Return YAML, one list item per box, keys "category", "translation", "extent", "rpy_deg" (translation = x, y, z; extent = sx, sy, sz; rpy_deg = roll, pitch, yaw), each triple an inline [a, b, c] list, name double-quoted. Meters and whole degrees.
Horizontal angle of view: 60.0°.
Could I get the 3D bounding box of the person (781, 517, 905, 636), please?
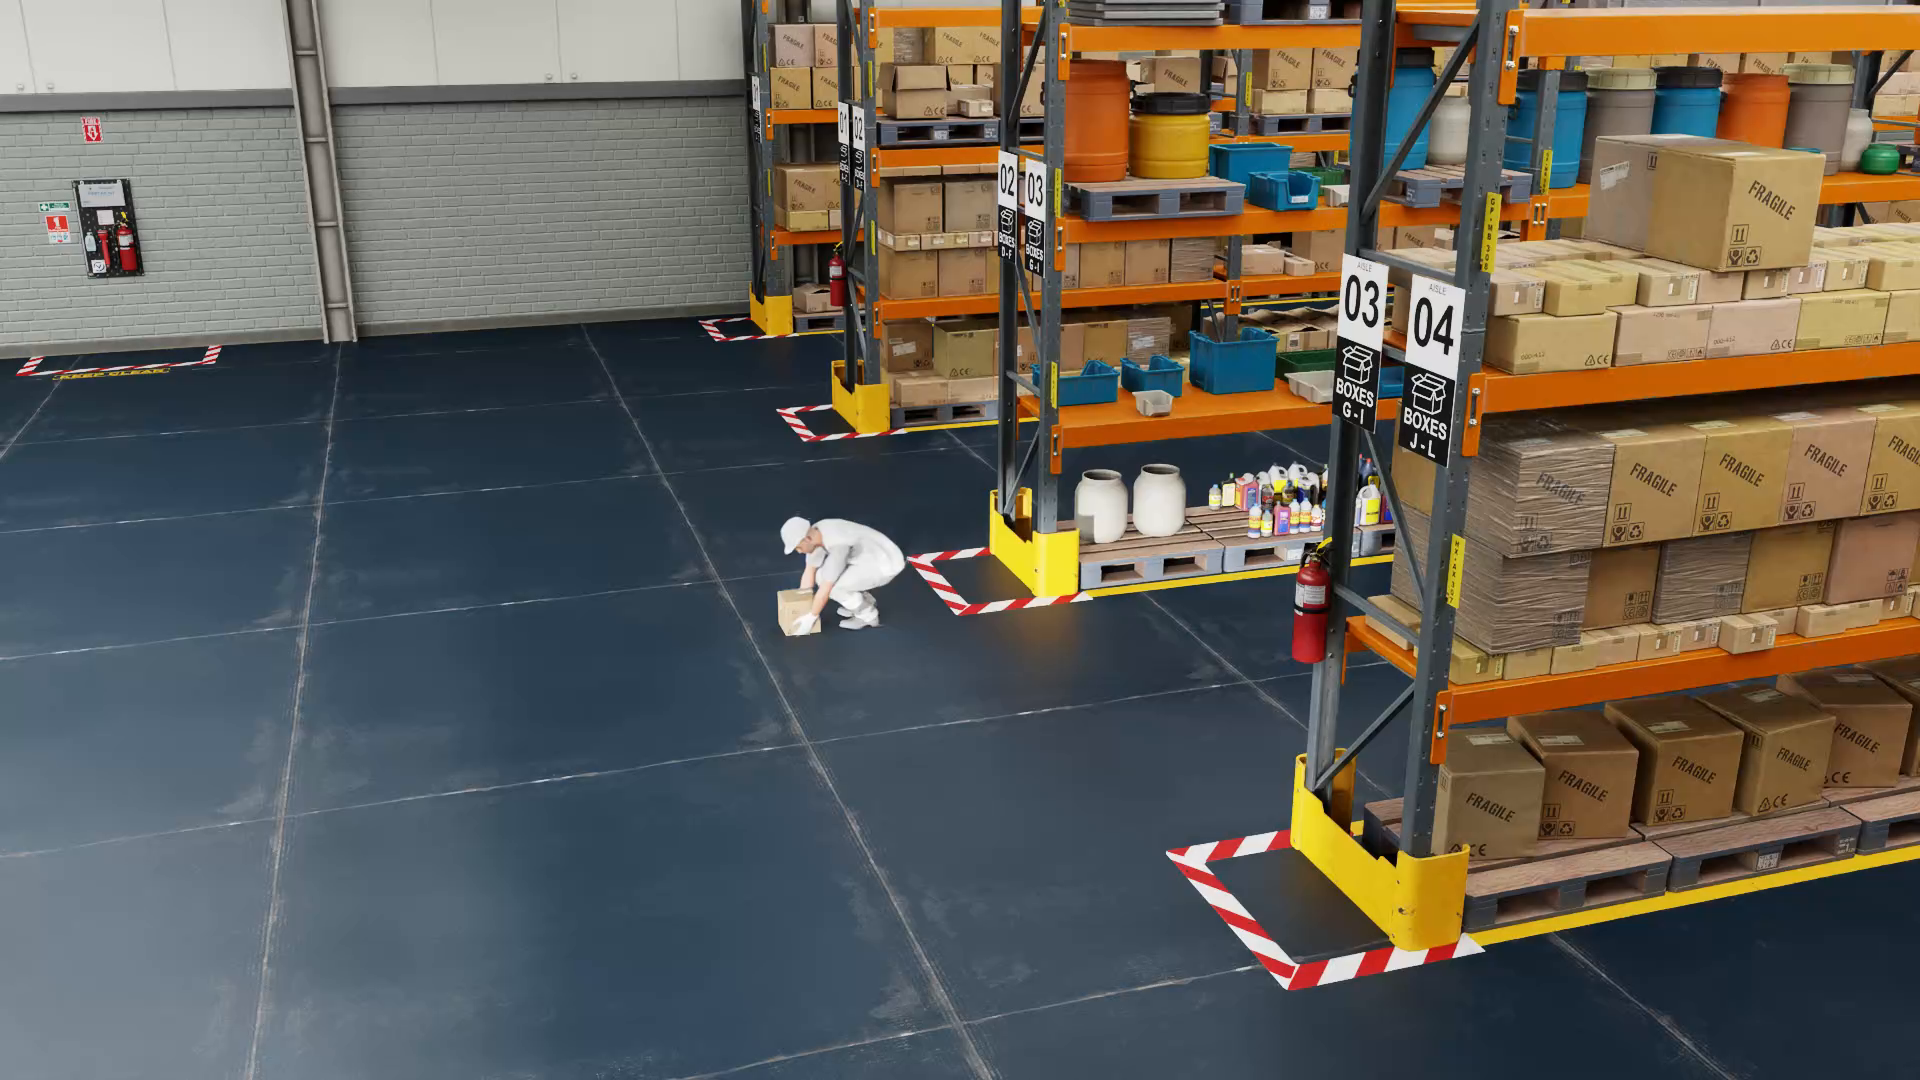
- category: "person"
  translation: [-0.837, 0.208, 11.891]
  extent: [0.891, 0.878, 0.562]
  rpy_deg: [-6, 20, -17]
